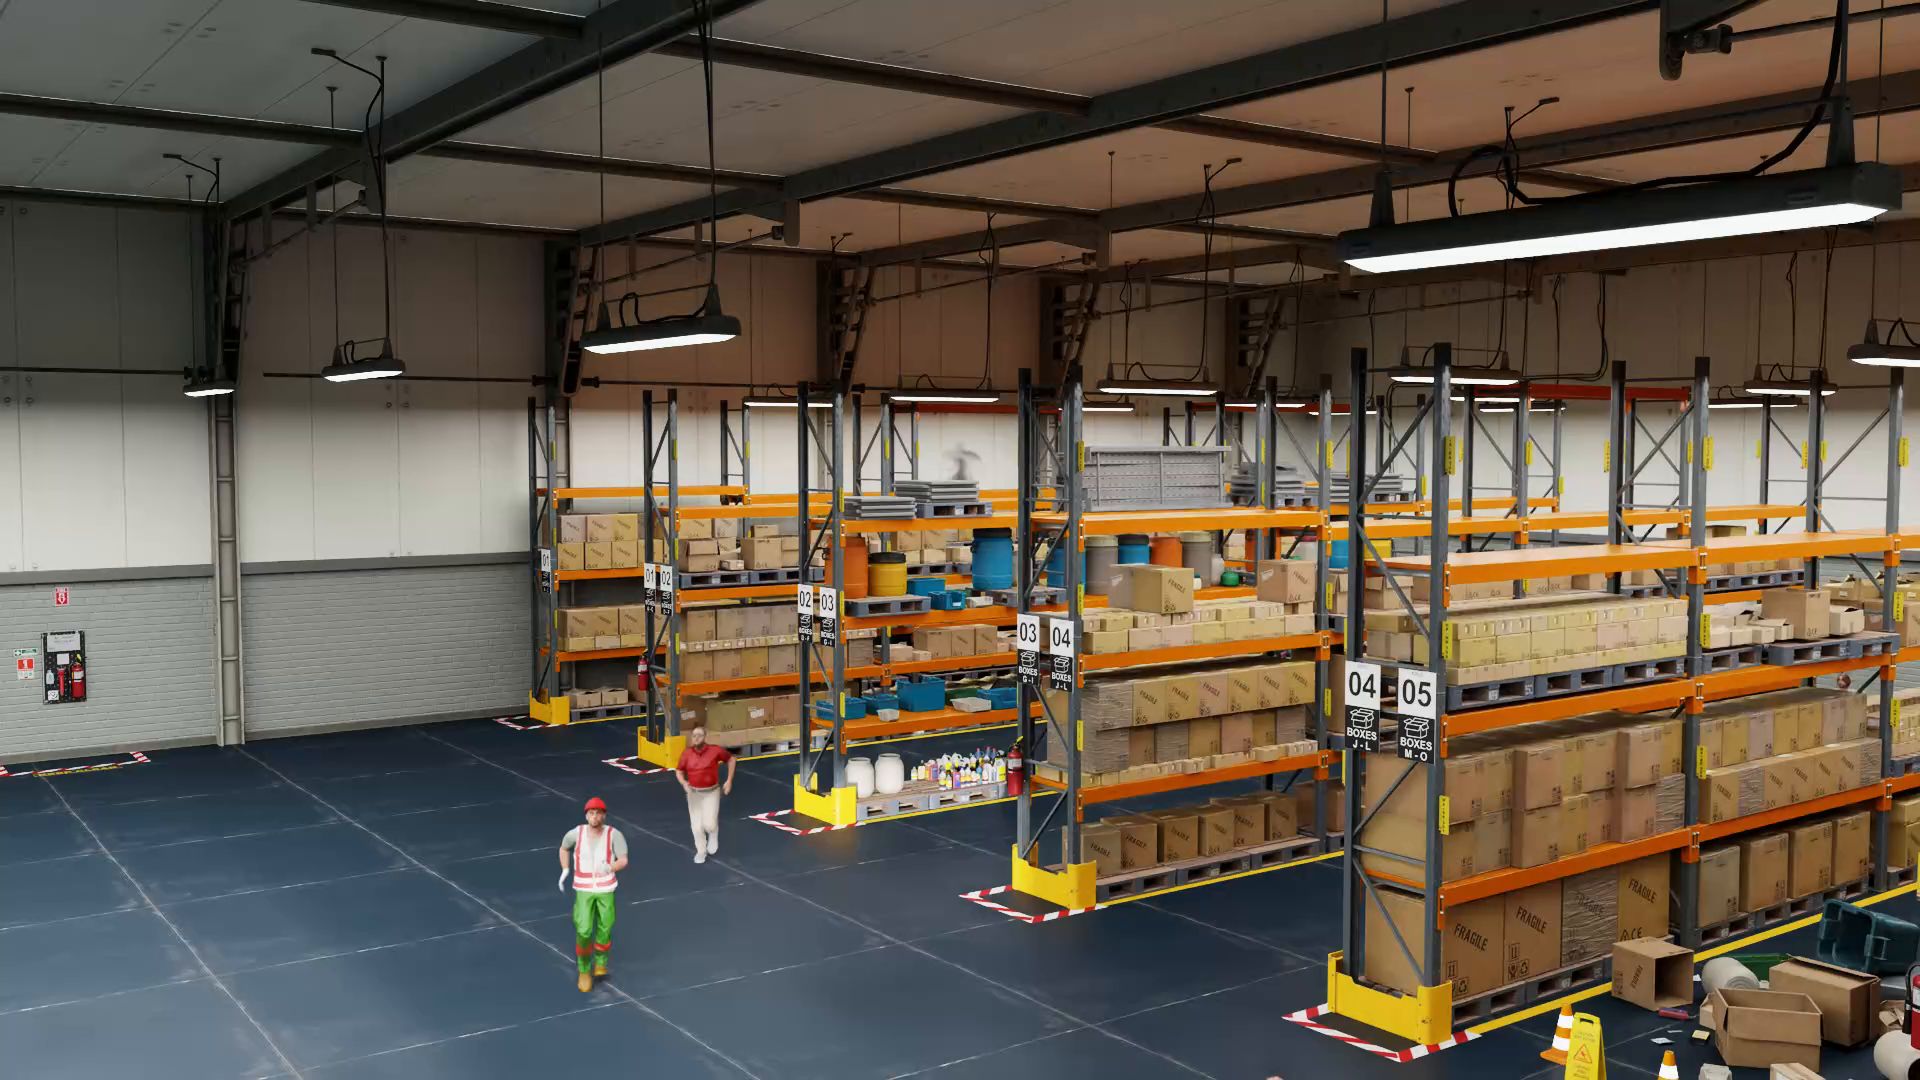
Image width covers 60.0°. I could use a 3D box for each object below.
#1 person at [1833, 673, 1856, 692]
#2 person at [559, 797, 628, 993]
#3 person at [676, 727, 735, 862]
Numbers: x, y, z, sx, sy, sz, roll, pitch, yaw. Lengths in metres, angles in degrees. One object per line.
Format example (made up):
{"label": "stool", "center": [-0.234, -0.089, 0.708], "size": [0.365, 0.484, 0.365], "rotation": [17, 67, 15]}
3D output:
{"label": "person", "center": [13.737, 2.869, 25.861], "size": [0.757, 1.575, 0.552], "rotation": [-3, 5, -43]}
{"label": "person", "center": [-3.459, 3.341, 15.720], "size": [0.641, 1.817, 0.735], "rotation": [-1, 3, -14]}
{"label": "person", "center": [-3.133, 3.124, 20.325], "size": [0.689, 1.686, 0.712], "rotation": [0, 3, 5]}
